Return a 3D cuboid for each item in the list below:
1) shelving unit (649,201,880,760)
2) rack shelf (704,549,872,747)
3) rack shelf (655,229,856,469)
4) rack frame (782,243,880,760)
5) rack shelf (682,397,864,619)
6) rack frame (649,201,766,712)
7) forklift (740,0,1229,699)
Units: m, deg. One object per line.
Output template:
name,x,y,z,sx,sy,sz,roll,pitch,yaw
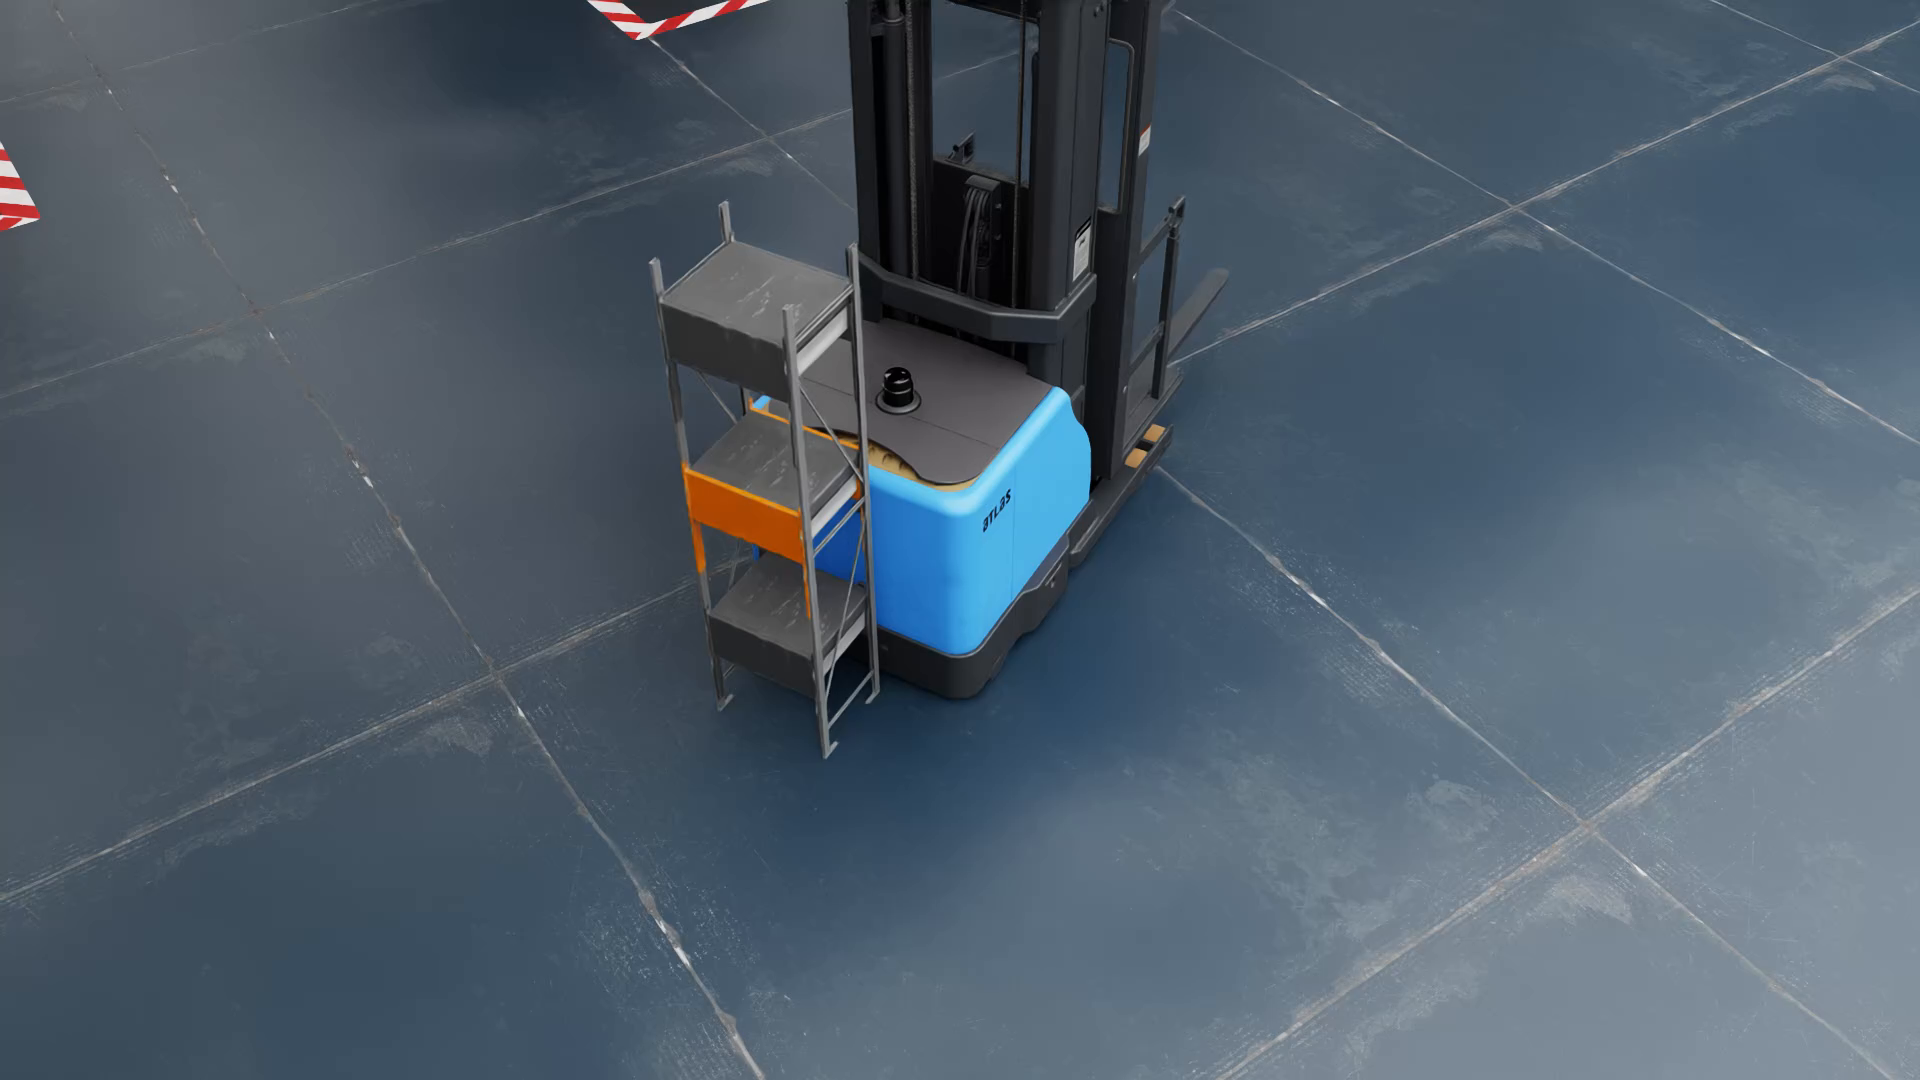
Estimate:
shelving unit,-0.635,-0.124,5.850,0.503,2.100,0.431,21,48,21
rack shelf,-0.635,0.392,6.343,0.480,0.518,0.431,21,48,21
rack shelf,-0.635,-0.620,5.376,0.480,0.518,0.431,21,48,21
rack frame,-0.422,-0.041,5.764,0.015,2.100,0.400,21,48,21
rack shelf,-0.635,-0.114,5.859,0.480,0.518,0.431,21,48,21
rack frame,-0.848,-0.206,5.936,0.015,2.100,0.400,21,48,21
forklift,0.317,-1.450,6.637,1.130,2.935,3.031,21,48,21
